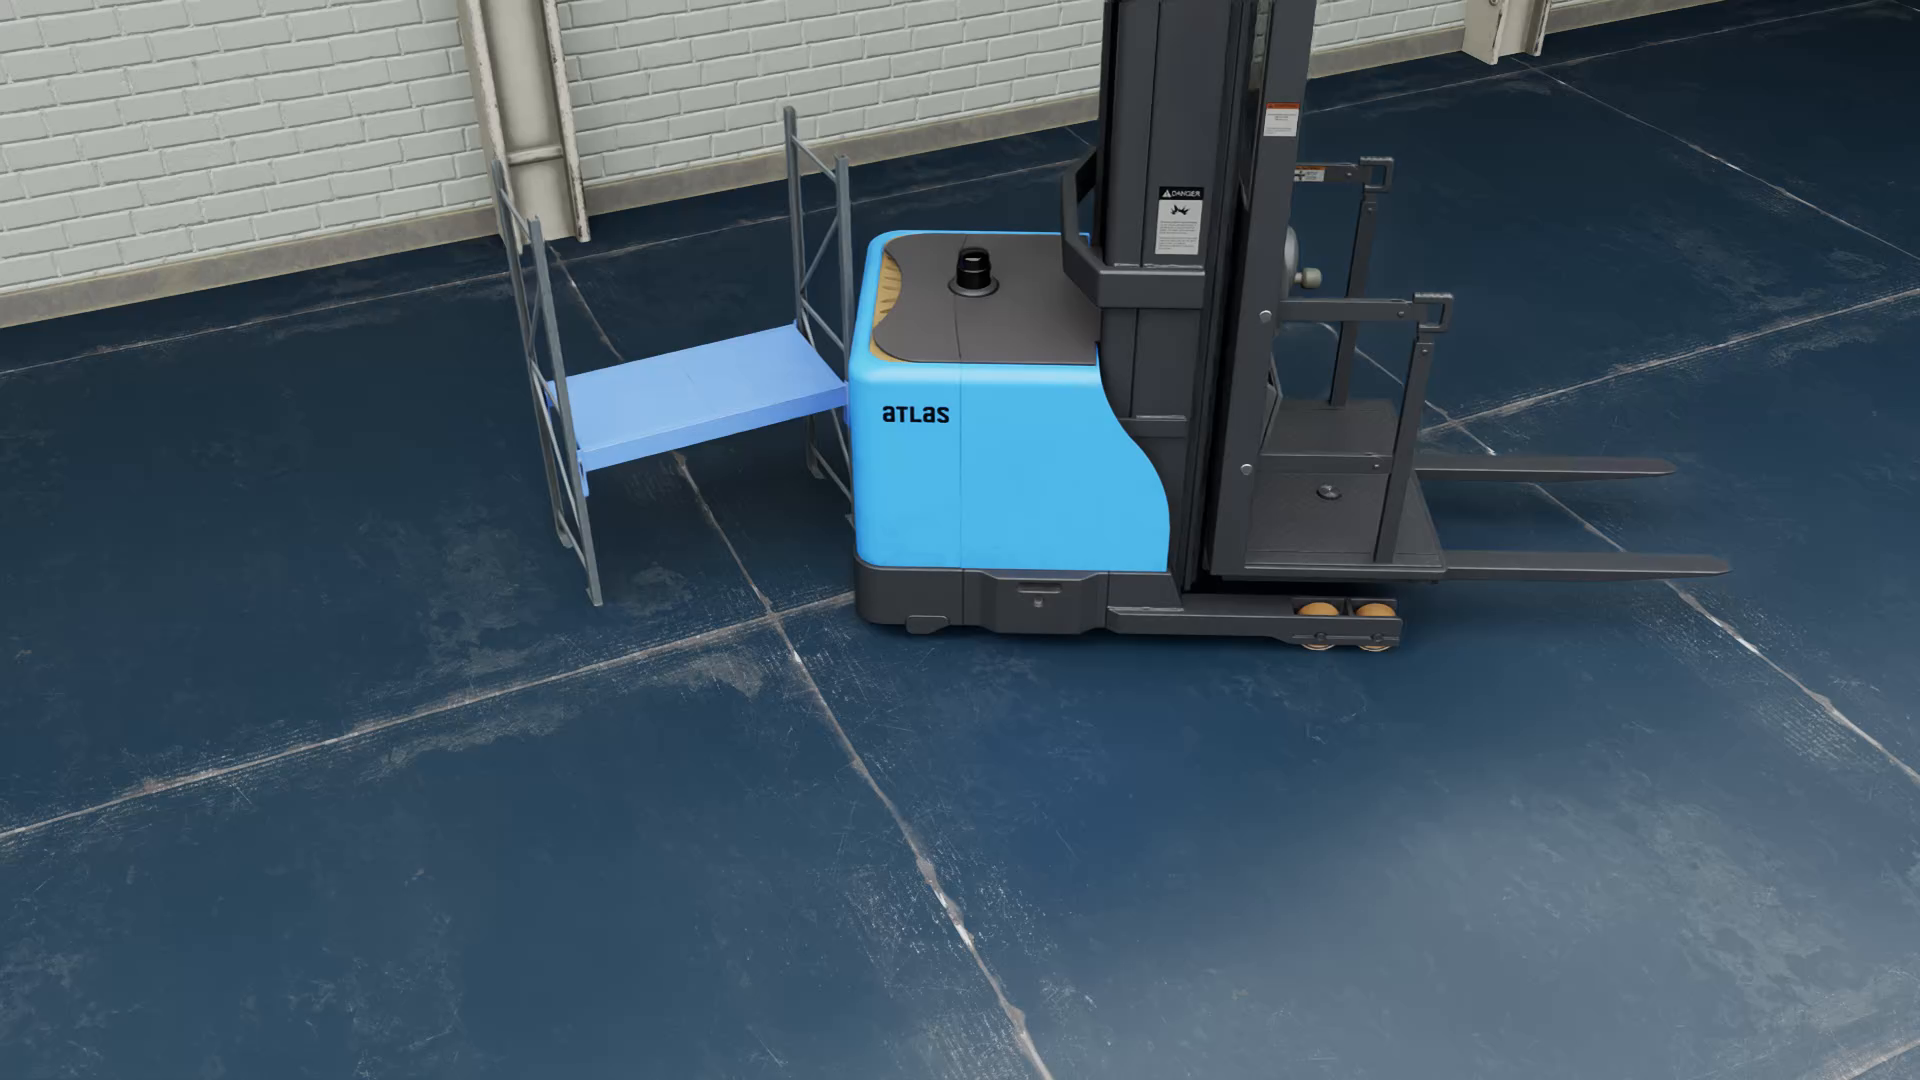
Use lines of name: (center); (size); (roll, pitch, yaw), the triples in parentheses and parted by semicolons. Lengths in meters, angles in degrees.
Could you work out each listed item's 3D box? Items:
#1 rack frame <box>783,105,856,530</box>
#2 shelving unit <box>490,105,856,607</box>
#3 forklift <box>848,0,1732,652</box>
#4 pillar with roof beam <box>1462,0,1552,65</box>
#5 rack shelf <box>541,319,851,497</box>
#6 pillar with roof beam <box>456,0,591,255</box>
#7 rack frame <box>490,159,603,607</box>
rack frame: (-0.489, -0.769, 6.027); (0.032, 1.500, 0.500); (-17, 40, -21)
shelving unit: (-0.944, -0.634, 5.845); (1.048, 1.500, 0.538); (-17, 40, -21)
forklift: (1.161, -1.117, 5.296); (3.031, 2.935, 1.130); (1, 37, 1)
pillar with roof beam: (5.186, -4.331, 4.536); (0.400, 9.000, 9.100); (-16, 39, -20)
rack shelf: (-0.944, -0.489, 5.953); (1.000, 0.185, 0.538); (-17, 40, -21)
pillar with roof beam: (-0.245, -2.813, 2.488); (0.400, 9.000, 9.100); (-16, 39, -20)
rack frame: (-1.399, -0.499, 5.663); (0.032, 1.500, 0.500); (-17, 40, -21)
